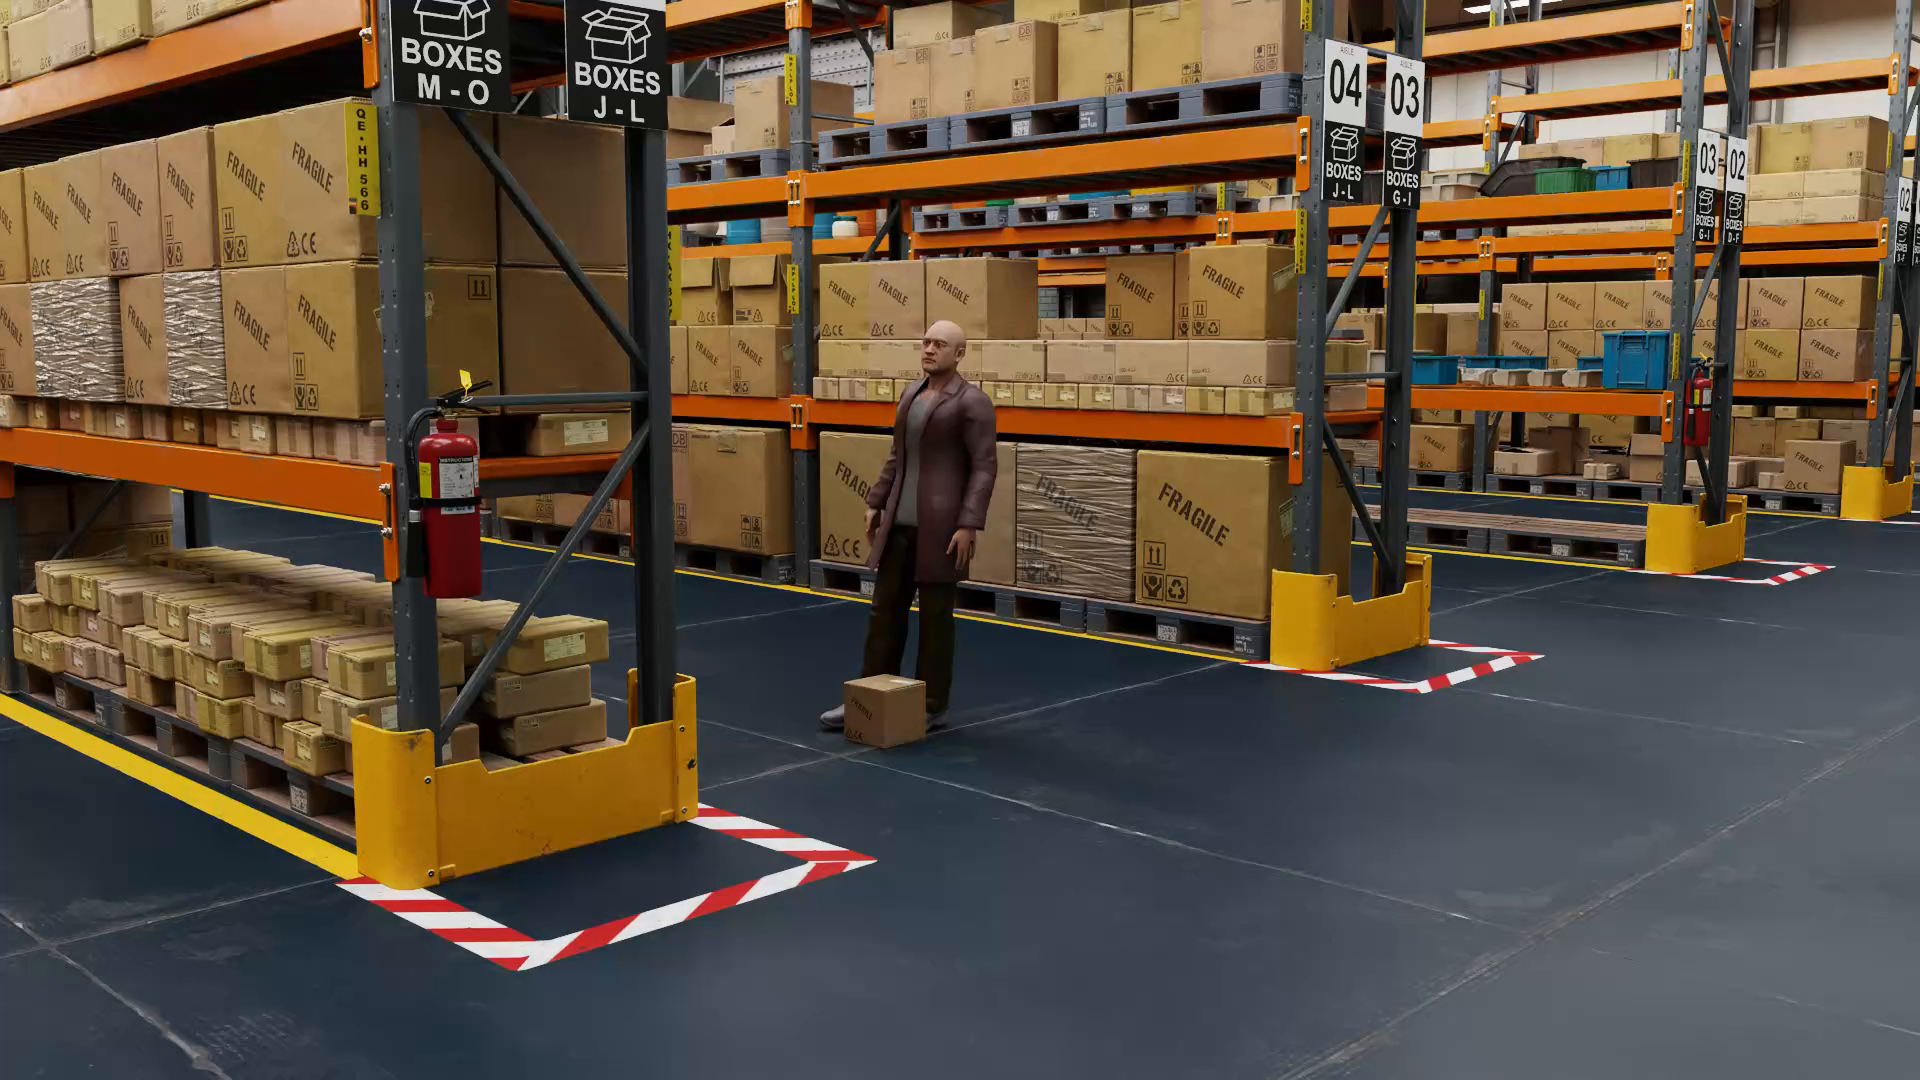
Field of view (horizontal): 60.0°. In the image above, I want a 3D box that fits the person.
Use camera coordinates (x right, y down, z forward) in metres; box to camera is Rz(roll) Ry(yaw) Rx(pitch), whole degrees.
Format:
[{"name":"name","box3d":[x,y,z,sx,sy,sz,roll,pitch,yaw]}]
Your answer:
[{"name":"person","box3d":[-0.207,-0.054,7.184,0.694,1.775,0.582,7,10,43]}]
